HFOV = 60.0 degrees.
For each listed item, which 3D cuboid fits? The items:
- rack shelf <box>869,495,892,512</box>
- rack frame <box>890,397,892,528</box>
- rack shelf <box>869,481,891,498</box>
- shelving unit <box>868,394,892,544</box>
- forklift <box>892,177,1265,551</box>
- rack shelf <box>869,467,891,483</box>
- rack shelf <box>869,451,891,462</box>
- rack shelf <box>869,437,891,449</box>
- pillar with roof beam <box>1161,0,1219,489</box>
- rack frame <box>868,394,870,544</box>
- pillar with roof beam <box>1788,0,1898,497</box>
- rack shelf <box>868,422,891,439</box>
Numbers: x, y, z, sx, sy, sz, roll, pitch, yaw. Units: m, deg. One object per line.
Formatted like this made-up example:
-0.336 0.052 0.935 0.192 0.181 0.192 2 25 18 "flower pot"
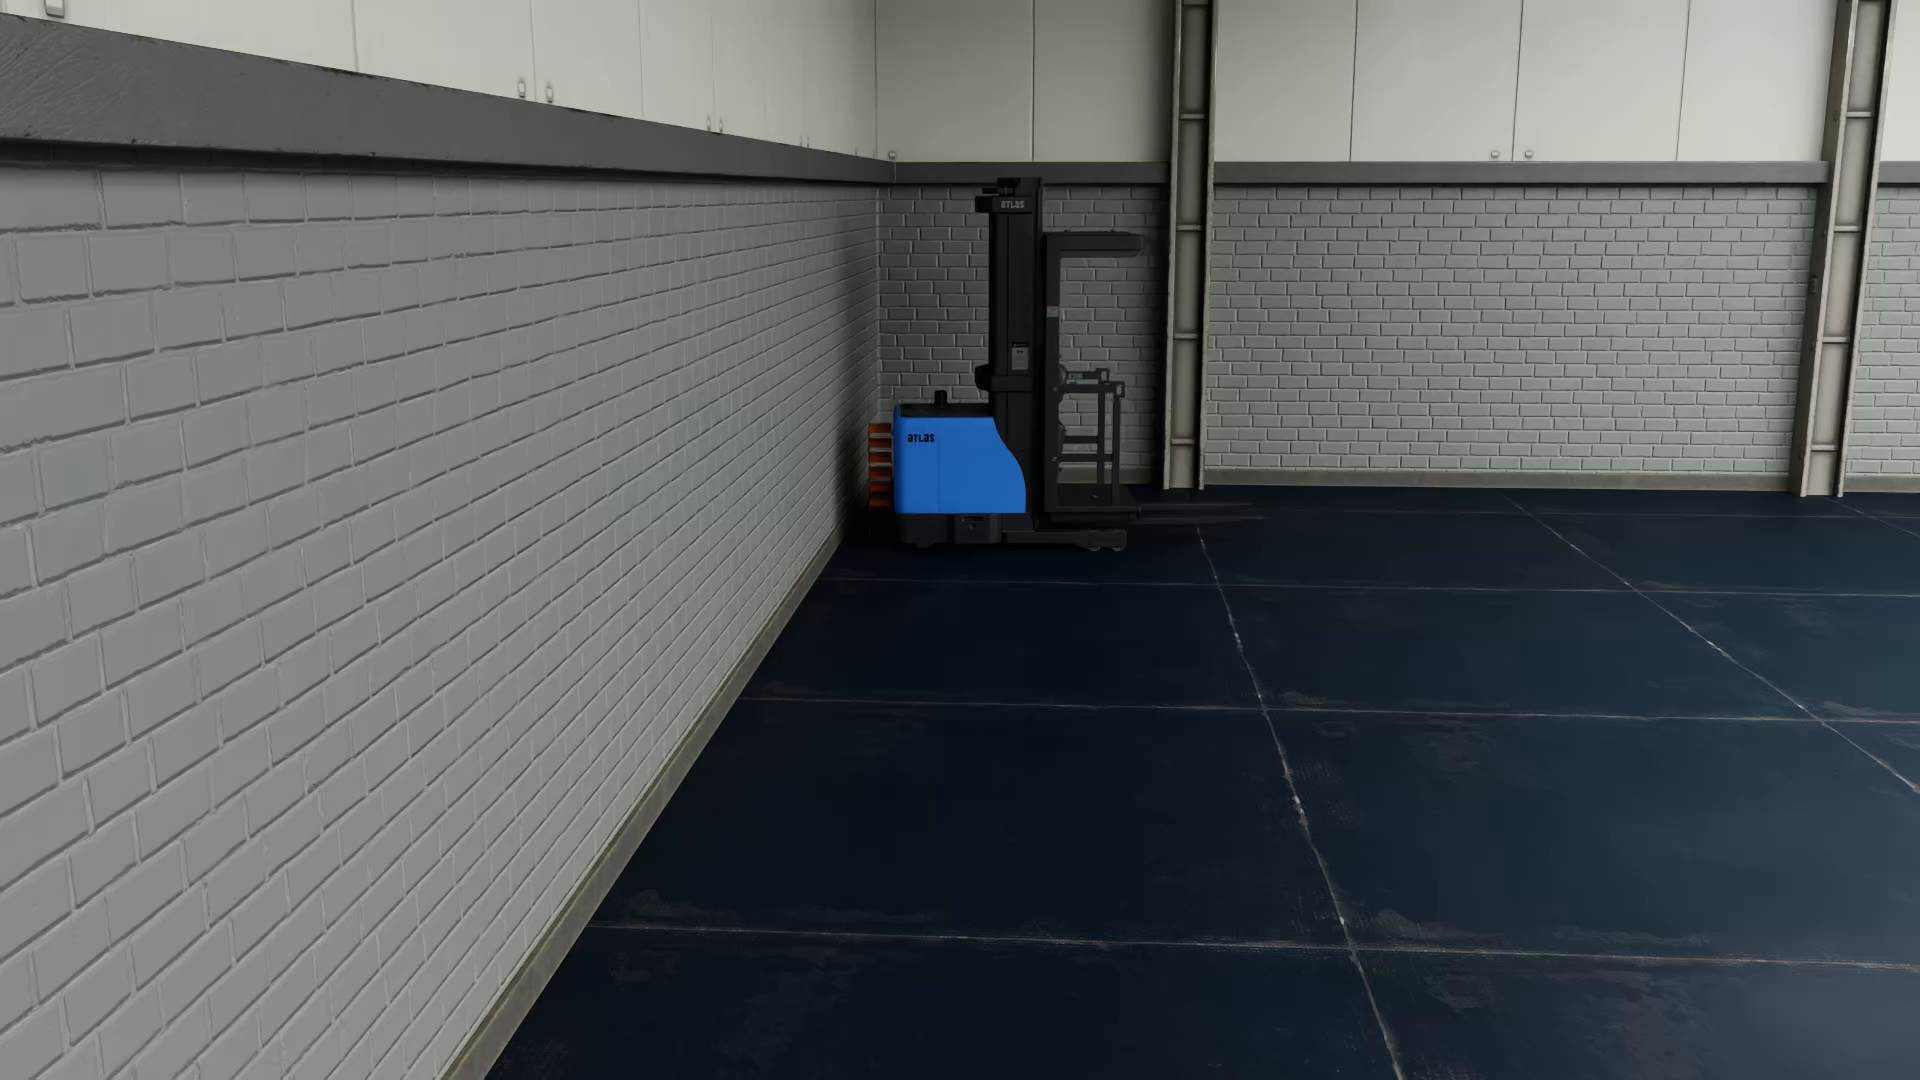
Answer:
-0.653 -0.303 13.677 0.180 0.103 0.258 0 12 -2 "rack shelf"
-0.562 -0.582 13.621 0.006 1.200 0.240 0 12 -2 "rack frame"
-0.653 -0.421 13.652 0.180 0.103 0.258 0 12 -2 "rack shelf"
-0.653 -0.582 13.618 0.189 1.200 0.258 0 12 -2 "shelving unit"
0.958 -1.454 13.561 3.031 2.935 1.130 0 12 -2 "forklift"
-0.653 -0.538 13.627 0.180 0.103 0.258 0 12 -2 "rack shelf"
-0.653 -0.656 13.603 0.180 0.103 0.258 0 12 -2 "rack shelf"
-0.653 -0.773 13.578 0.180 0.103 0.258 0 12 -2 "rack shelf"
1.888 -4.050 11.149 0.400 9.000 9.100 1 12 4 "pillar with roof beam"
-0.745 -0.581 13.615 0.006 1.200 0.240 0 12 -2 "rack frame"
7.875 -3.968 10.757 0.400 9.000 9.100 1 12 4 "pillar with roof beam"
-0.653 -0.891 13.554 0.180 0.103 0.258 0 12 -2 "rack shelf"
